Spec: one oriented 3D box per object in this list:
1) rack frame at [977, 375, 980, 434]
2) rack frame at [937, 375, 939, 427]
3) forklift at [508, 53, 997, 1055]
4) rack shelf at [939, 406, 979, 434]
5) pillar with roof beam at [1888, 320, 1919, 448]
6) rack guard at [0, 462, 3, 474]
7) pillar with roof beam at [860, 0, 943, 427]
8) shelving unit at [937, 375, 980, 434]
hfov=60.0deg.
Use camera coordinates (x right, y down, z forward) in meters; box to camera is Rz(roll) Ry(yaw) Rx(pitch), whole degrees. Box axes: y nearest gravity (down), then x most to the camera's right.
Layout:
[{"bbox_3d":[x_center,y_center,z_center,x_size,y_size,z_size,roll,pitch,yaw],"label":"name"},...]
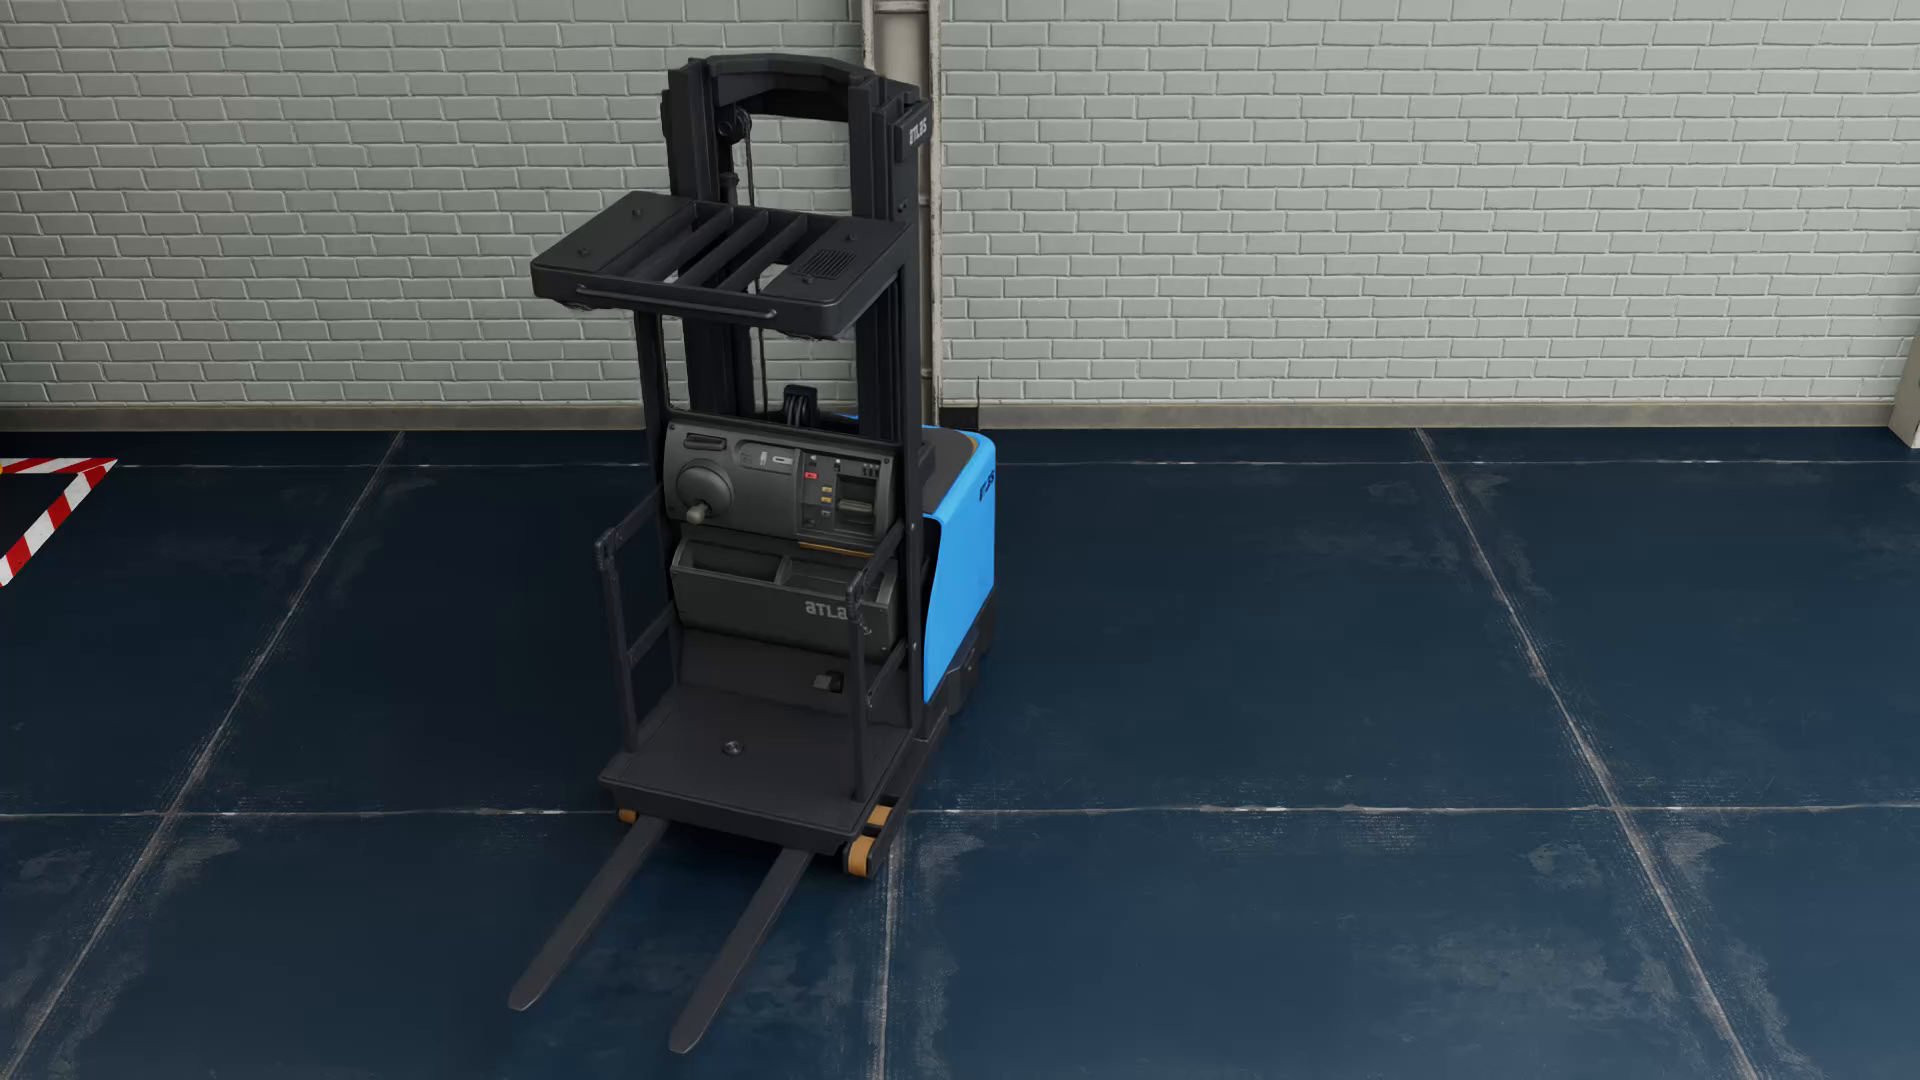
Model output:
[{"bbox_3d":[0.094,-0.385,8.517,0.006,0.900,0.240,0,31,0],"label":"rack frame"},{"bbox_3d":[-0.110,-0.384,8.516,0.006,0.900,0.240,0,31,0],"label":"rack frame"},{"bbox_3d":[-0.765,-0.159,6.186,1.130,2.935,3.031,10,33,15],"label":"forklift"},{"bbox_3d":[-0.008,-0.587,8.394,0.200,0.077,0.258,0,31,0],"label":"rack shelf"},{"bbox_3d":[5.729,-2.228,3.746,0.400,9.000,9.100,0,31,0],"label":"pillar with roof beam"},{"bbox_3d":[-5.571,-0.324,8.803,0.348,0.500,1.175,0,31,0],"label":"rack guard"},{"bbox_3d":[-0.271,-2.209,3.715,0.400,9.000,9.100,0,31,0],"label":"pillar with roof beam"},{"bbox_3d":[-0.008,-0.385,8.517,0.210,0.900,0.258,0,31,0],"label":"shelving unit"}]
